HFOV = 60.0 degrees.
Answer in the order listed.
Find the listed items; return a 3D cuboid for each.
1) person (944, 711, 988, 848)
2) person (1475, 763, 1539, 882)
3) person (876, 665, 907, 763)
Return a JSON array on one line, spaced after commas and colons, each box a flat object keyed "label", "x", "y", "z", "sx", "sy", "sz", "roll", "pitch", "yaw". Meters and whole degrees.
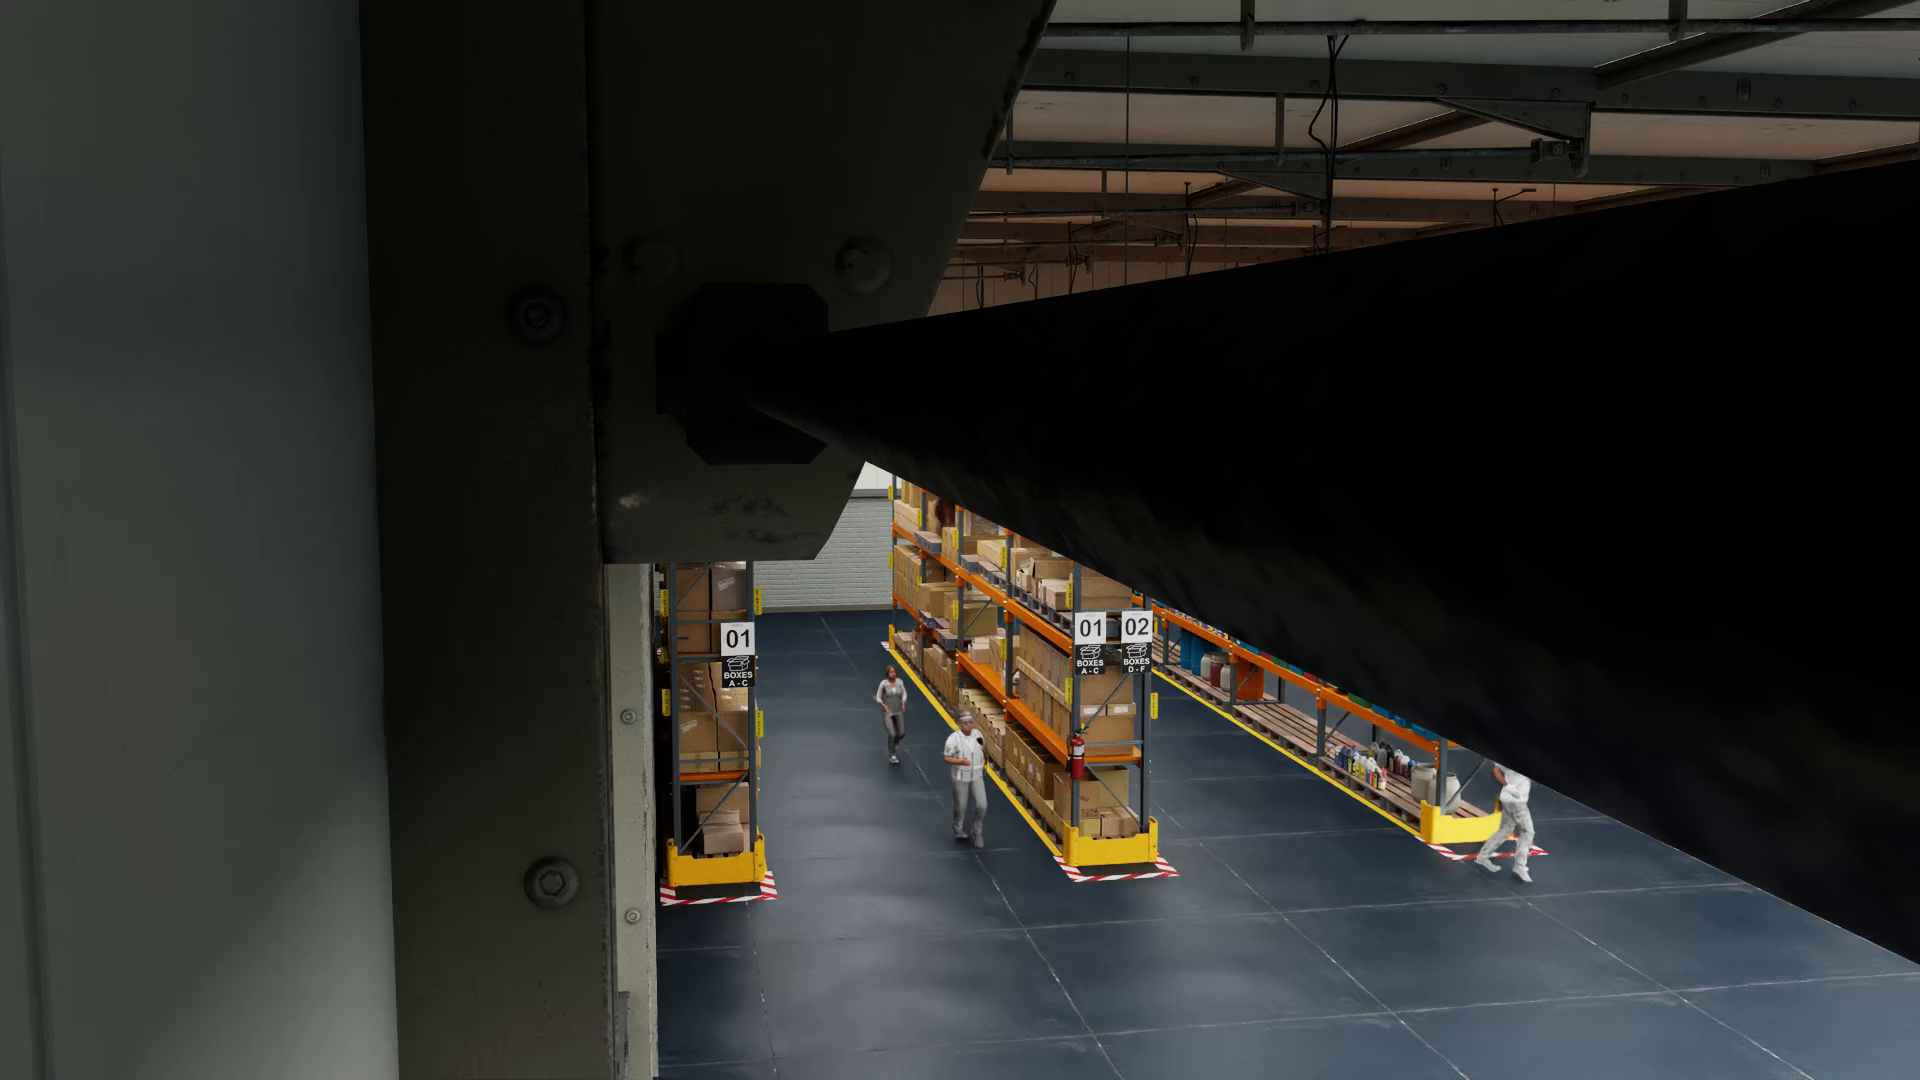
[{"label": "person", "x": 0.096, "y": 3.078, "z": 21.705, "sx": 0.638, "sy": 1.745, "sz": 0.767, "roll": -2, "pitch": 6, "yaw": -18}, {"label": "person", "x": 6.765, "y": 3.258, "z": 20.541, "sx": 0.711, "sy": 1.840, "sz": 0.685, "roll": 2, "pitch": 7, "yaw": 20}, {"label": "person", "x": -1.061, "y": 2.733, "z": 26.155, "sx": 0.512, "sy": 1.554, "sz": 0.530, "roll": -2, "pitch": 6, "yaw": -17}]
